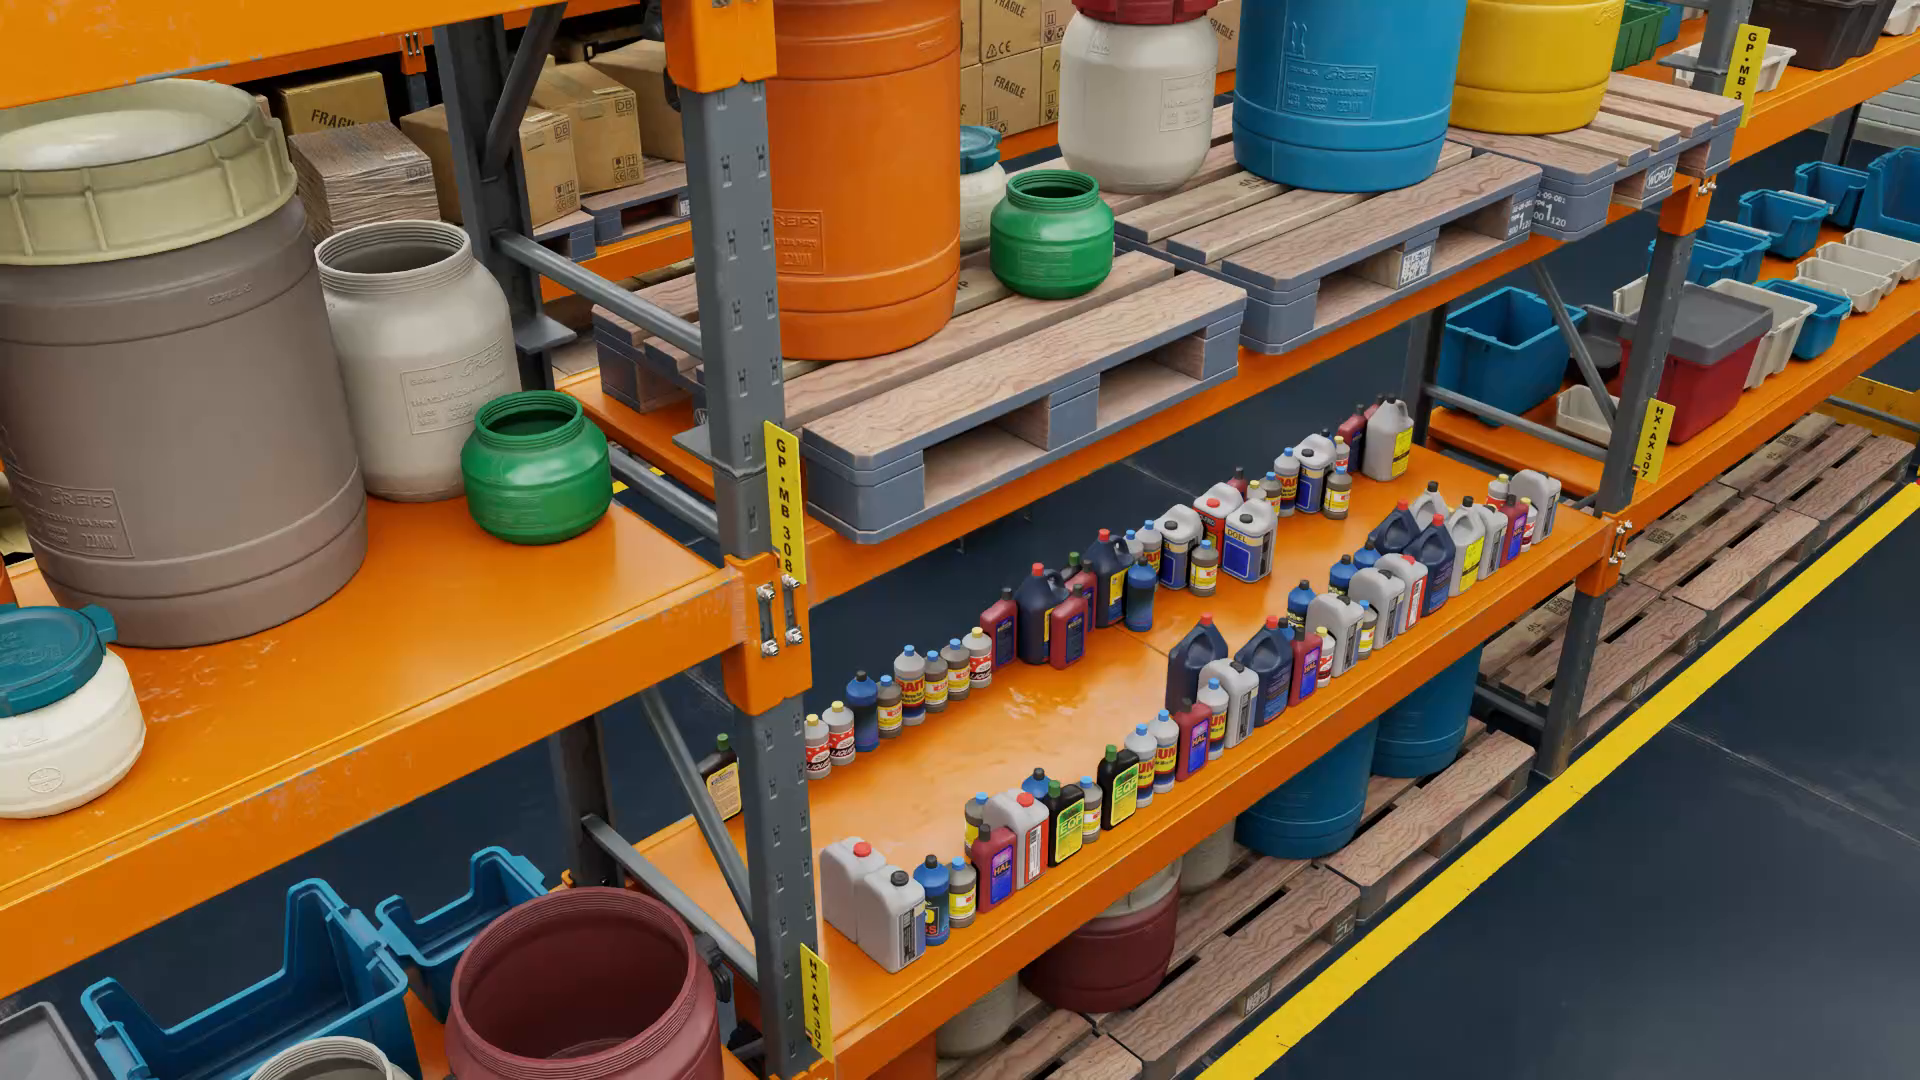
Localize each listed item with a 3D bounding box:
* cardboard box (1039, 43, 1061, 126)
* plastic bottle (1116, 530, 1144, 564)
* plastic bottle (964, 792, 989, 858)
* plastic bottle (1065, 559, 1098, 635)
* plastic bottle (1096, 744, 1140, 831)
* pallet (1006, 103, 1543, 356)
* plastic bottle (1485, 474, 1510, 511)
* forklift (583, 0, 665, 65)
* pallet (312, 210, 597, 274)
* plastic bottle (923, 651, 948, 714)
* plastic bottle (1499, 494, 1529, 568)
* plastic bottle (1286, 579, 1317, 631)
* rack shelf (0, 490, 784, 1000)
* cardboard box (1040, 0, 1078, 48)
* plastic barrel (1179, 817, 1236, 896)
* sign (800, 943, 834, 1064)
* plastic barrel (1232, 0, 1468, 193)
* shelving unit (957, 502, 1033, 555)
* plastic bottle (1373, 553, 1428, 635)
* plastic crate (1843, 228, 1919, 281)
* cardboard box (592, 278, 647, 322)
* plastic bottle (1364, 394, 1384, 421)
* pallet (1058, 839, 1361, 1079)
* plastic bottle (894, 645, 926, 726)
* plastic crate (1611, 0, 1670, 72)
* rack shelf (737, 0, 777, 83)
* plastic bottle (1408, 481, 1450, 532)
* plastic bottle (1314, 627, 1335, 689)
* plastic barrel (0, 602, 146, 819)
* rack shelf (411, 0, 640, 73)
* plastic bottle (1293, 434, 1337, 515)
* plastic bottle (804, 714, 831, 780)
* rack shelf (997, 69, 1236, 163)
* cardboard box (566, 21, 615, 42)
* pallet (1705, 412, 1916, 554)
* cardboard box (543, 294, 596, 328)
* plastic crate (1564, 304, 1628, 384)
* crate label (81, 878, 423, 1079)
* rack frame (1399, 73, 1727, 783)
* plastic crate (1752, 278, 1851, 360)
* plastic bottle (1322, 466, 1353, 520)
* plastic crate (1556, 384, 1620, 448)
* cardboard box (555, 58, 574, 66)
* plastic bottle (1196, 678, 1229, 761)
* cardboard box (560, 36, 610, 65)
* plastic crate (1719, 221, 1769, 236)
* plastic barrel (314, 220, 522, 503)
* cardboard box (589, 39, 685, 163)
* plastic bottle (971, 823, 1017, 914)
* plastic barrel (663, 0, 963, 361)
[{"bbox_3d":[0.524,-3.017,10.713,0.500,0.500,0.500,-26,40,-36],"label":"cardboard box"},{"bbox_3d":[0.594,0.088,5.854,0.097,0.271,0.097,0,31,0],"label":"plastic bottle"},{"bbox_3d":[0.061,0.807,4.745,0.097,0.201,0.097,0,31,0],"label":"plastic bottle"},{"bbox_3d":[0.403,0.206,5.650,0.133,0.283,0.061,-26,40,-35],"label":"plastic bottle"},{"bbox_3d":[0.458,0.701,4.839,0.133,0.283,0.061,-26,40,-35],"label":"plastic bottle"},{"bbox_3d":[0.878,-0.942,4.720,1.213,0.211,1.003,-26,40,-35],"label":"pallet"},{"bbox_3d":[2.049,-0.154,6.317,0.097,0.201,0.097,0,31,0],"label":"plastic bottle"},{"bbox_3d":[-2.152,-3.594,11.817,3.031,2.935,1.130,-24,39,-34],"label":"forklift"},{"bbox_3d":[-2.659,-1.548,8.591,1.213,0.211,1.003,-26,40,-35],"label":"pallet"},{"bbox_3d":[-0.087,0.447,5.334,0.097,0.201,0.097,0,31,0],"label":"plastic bottle"},{"bbox_3d":[2.009,-0.049,6.066,0.133,0.283,0.061,-26,40,-35],"label":"plastic bottle"},{"bbox_3d":[1.142,0.254,5.582,0.097,0.271,0.097,0,31,0],"label":"plastic bottle"},{"bbox_3d":[-2.183,0.694,2.554,4.000,0.370,1.077,-26,40,-35],"label":"rack shelf"},{"bbox_3d":[0.522,-3.435,10.438,0.500,0.500,0.500,-24,39,-34],"label":"cardboard box"},{"bbox_3d":[0.812,1.025,6.181,0.421,0.512,0.421,0,31,0],"label":"plastic barrel"},{"bbox_3d":[-0.337,1.096,3.926,0.005,0.325,0.100,-26,40,-35],"label":"sign"},{"bbox_3d":[1.069,-1.470,4.520,0.708,0.901,0.600,-26,40,-35],"label":"plastic barrel"},{"bbox_3d":[0.121,-0.571,8.533,0.503,1.200,0.258,-26,40,-35],"label":"shelving unit"},{"bbox_3d":[1.510,0.164,5.726,0.135,0.276,0.152,-26,40,-35],"label":"plastic bottle"},{"bbox_3d":[4.675,-1.435,8.416,0.243,0.136,0.396,-26,40,-35],"label":"plastic crate"},{"bbox_3d":[-2.053,-1.207,9.823,0.500,0.500,0.500,-25,39,-35],"label":"cardboard box"},{"bbox_3d":[1.658,-0.445,6.714,0.133,0.283,0.061,-26,40,-35],"label":"plastic bottle"},{"bbox_3d":[0.727,1.421,6.224,1.213,0.211,1.003,-26,40,-35],"label":"pallet"},{"bbox_3d":[-0.158,0.452,5.259,0.097,0.271,0.097,0,31,0],"label":"plastic bottle"},{"bbox_3d":[2.322,-1.916,6.337,0.662,0.188,0.450,-26,40,-35],"label":"plastic crate"},{"bbox_3d":[0.750,-1.834,4.196,4.000,0.370,1.077,-26,40,-35],"label":"rack shelf"},{"bbox_3d":[1.667,-0.044,5.994,0.185,0.351,0.144,-26,40,-35],"label":"plastic bottle"},{"bbox_3d":[1.174,0.377,5.449,0.097,0.201,0.097,0,31,0],"label":"plastic bottle"},{"bbox_3d":[-1.490,0.277,2.679,0.301,0.262,0.301,0,31,0],"label":"plastic barrel"},{"bbox_3d":[-3.053,-4.654,14.175,4.000,0.370,1.077,-26,40,-35],"label":"rack shelf"},{"bbox_3d":[1.350,-0.260,6.419,0.135,0.276,0.152,-26,40,-35],"label":"plastic bottle"},{"bbox_3d":[-0.444,0.620,5.051,0.097,0.201,0.097,0,31,0],"label":"plastic bottle"},{"bbox_3d":[0.318,-2.760,11.078,4.000,0.370,1.077,-26,40,-35],"label":"rack shelf"},{"bbox_3d":[-3.190,-4.354,14.366,0.250,0.149,0.380,-27,40,-36],"label":"cardboard box"},{"bbox_3d":[4.519,-0.413,9.223,1.213,0.211,1.003,-26,40,-35],"label":"pallet"},{"bbox_3d":[-2.402,-1.366,9.363,0.500,0.250,0.500,-26,40,-35],"label":"cardboard box"},{"bbox_3d":[2.855,-0.869,7.502,0.590,0.125,0.437,-26,40,-35],"label":"plastic crate"},{"bbox_3d":[-1.629,1.191,3.892,0.616,0.435,0.502,-26,40,-35],"label":"crate label"},{"bbox_3d":[2.216,-0.461,6.629,0.127,3.000,1.000,-26,40,-35],"label":"rack frame"},{"bbox_3d":[3.818,-1.008,7.626,0.300,0.233,0.416,-26,40,-35],"label":"plastic crate"},{"bbox_3d":[1.448,-0.187,6.371,0.097,0.201,0.097,0,31,0],"label":"plastic bottle"},{"bbox_3d":[2.655,-0.485,6.863,0.243,0.136,0.396,-26,40,-35],"label":"plastic crate"},{"bbox_3d":[-3.531,-3.767,14.028,0.500,0.500,0.700,-26,40,-36],"label":"cardboard box"},{"bbox_3d":[0.771,0.542,5.111,0.097,0.271,0.097,0,31,0],"label":"plastic bottle"},{"bbox_3d":[-3.144,-4.103,13.957,0.250,0.149,0.380,-27,41,-37],"label":"cardboard box"},{"bbox_3d":[3.956,-1.509,8.537,0.298,0.136,0.250,-26,40,-35],"label":"plastic crate"},{"bbox_3d":[-1.153,-0.377,3.509,0.421,0.512,0.421,0,31,0],"label":"plastic barrel"},{"bbox_3d":[-1.648,-2.497,9.459,0.700,0.500,0.500,15,35,23],"label":"cardboard box"},{"bbox_3d":[0.092,0.878,4.550,0.133,0.283,0.061,-26,40,-35],"label":"plastic bottle"},{"bbox_3d":[-0.298,-0.885,3.632,0.708,0.830,0.600,-26,40,-35],"label":"plastic barrel"}]
